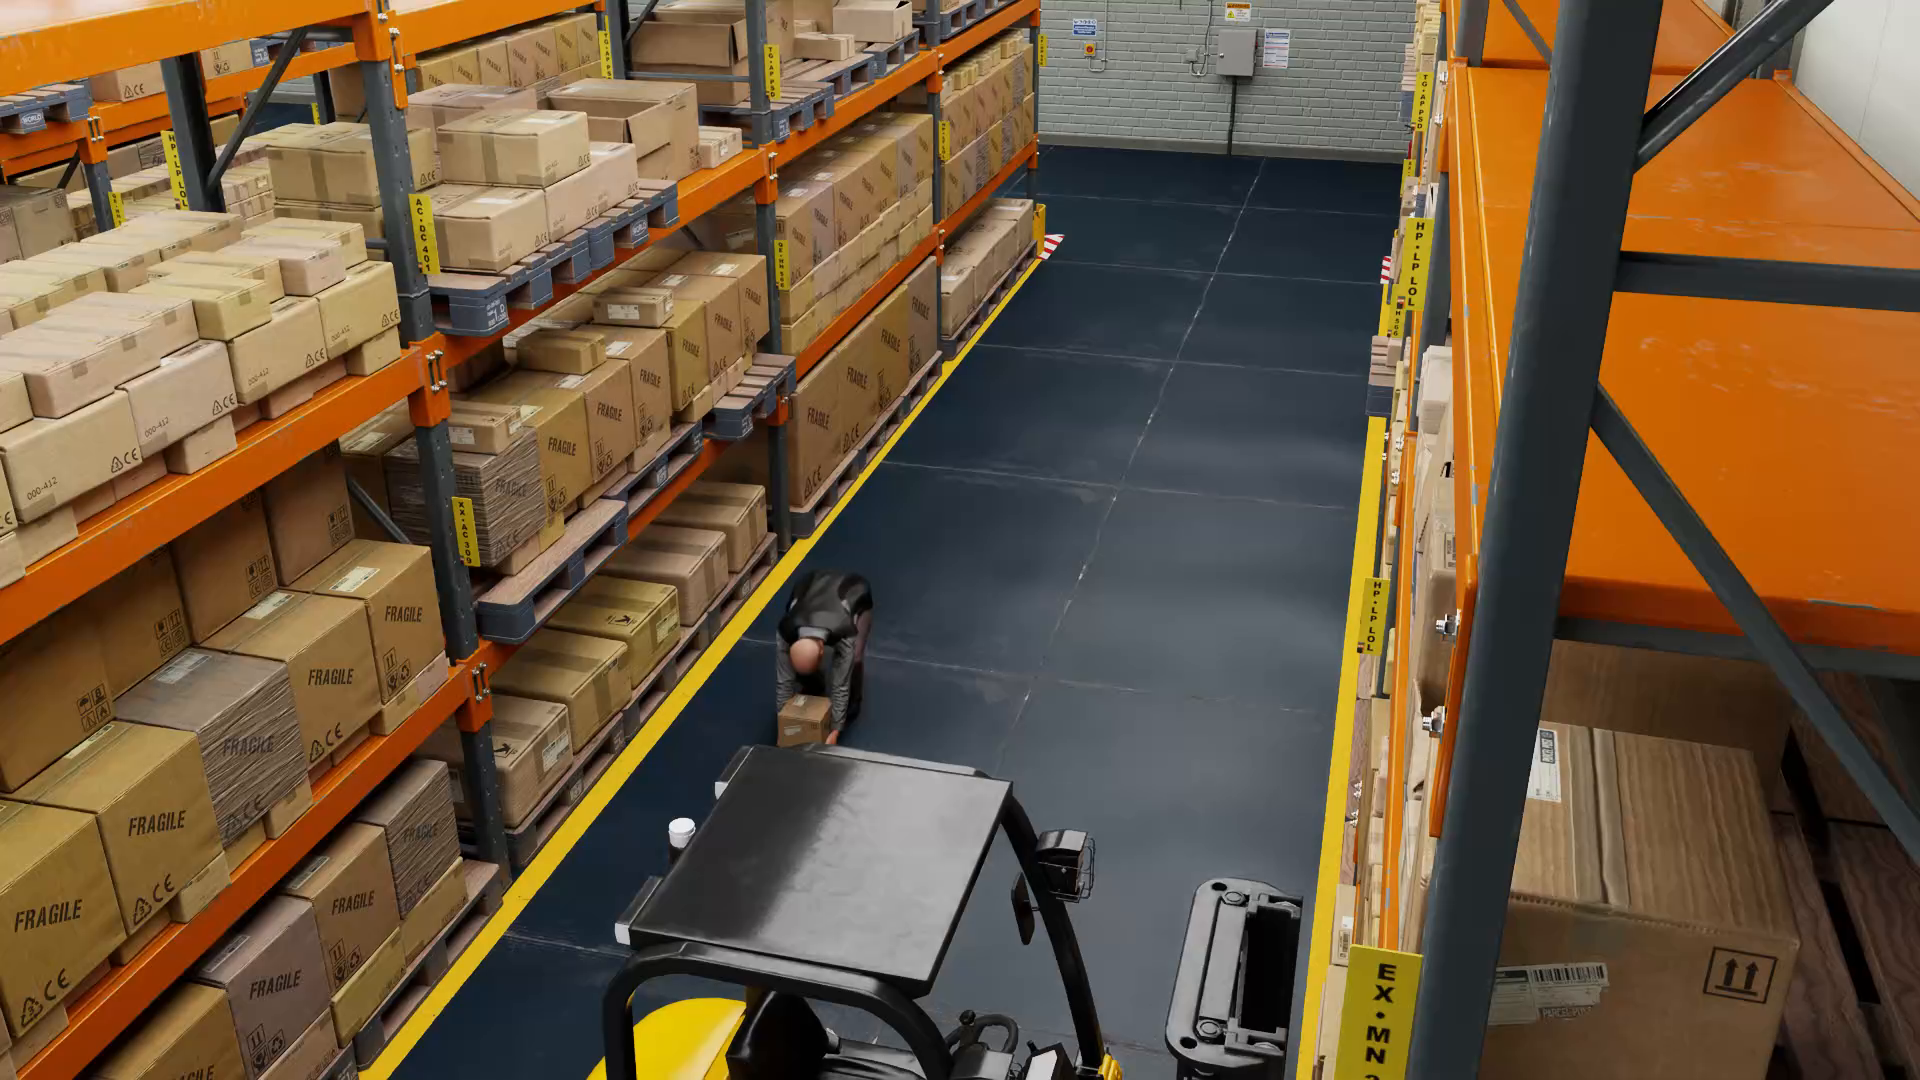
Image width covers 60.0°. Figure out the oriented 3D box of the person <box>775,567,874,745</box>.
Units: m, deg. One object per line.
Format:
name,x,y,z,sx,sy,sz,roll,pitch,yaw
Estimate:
person,-0.780,0.645,9.438,0.500,0.847,0.951,5,26,12
